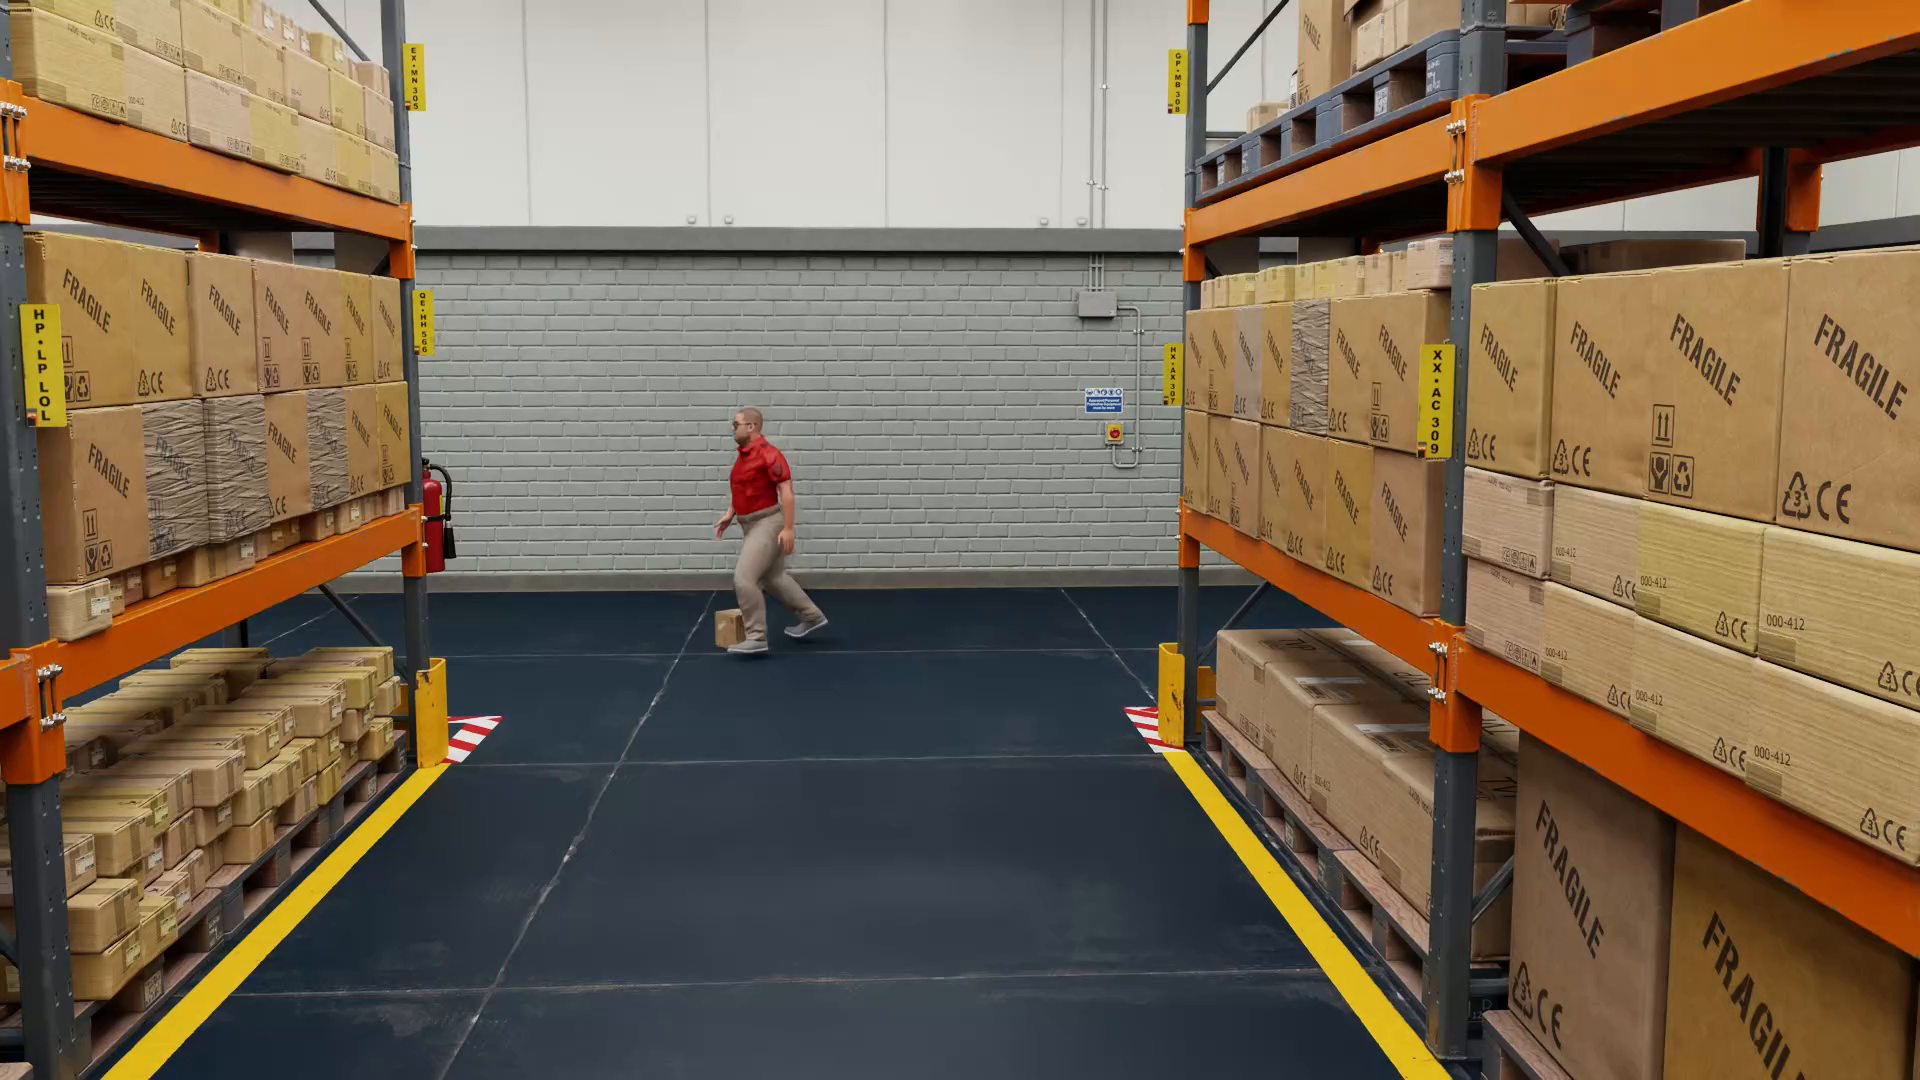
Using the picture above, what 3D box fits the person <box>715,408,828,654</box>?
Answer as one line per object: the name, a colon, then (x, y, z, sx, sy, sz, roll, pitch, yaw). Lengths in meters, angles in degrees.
person: (-1.282, -0.084, 11.540, 0.825, 1.673, 0.631, -3, 7, -21)
